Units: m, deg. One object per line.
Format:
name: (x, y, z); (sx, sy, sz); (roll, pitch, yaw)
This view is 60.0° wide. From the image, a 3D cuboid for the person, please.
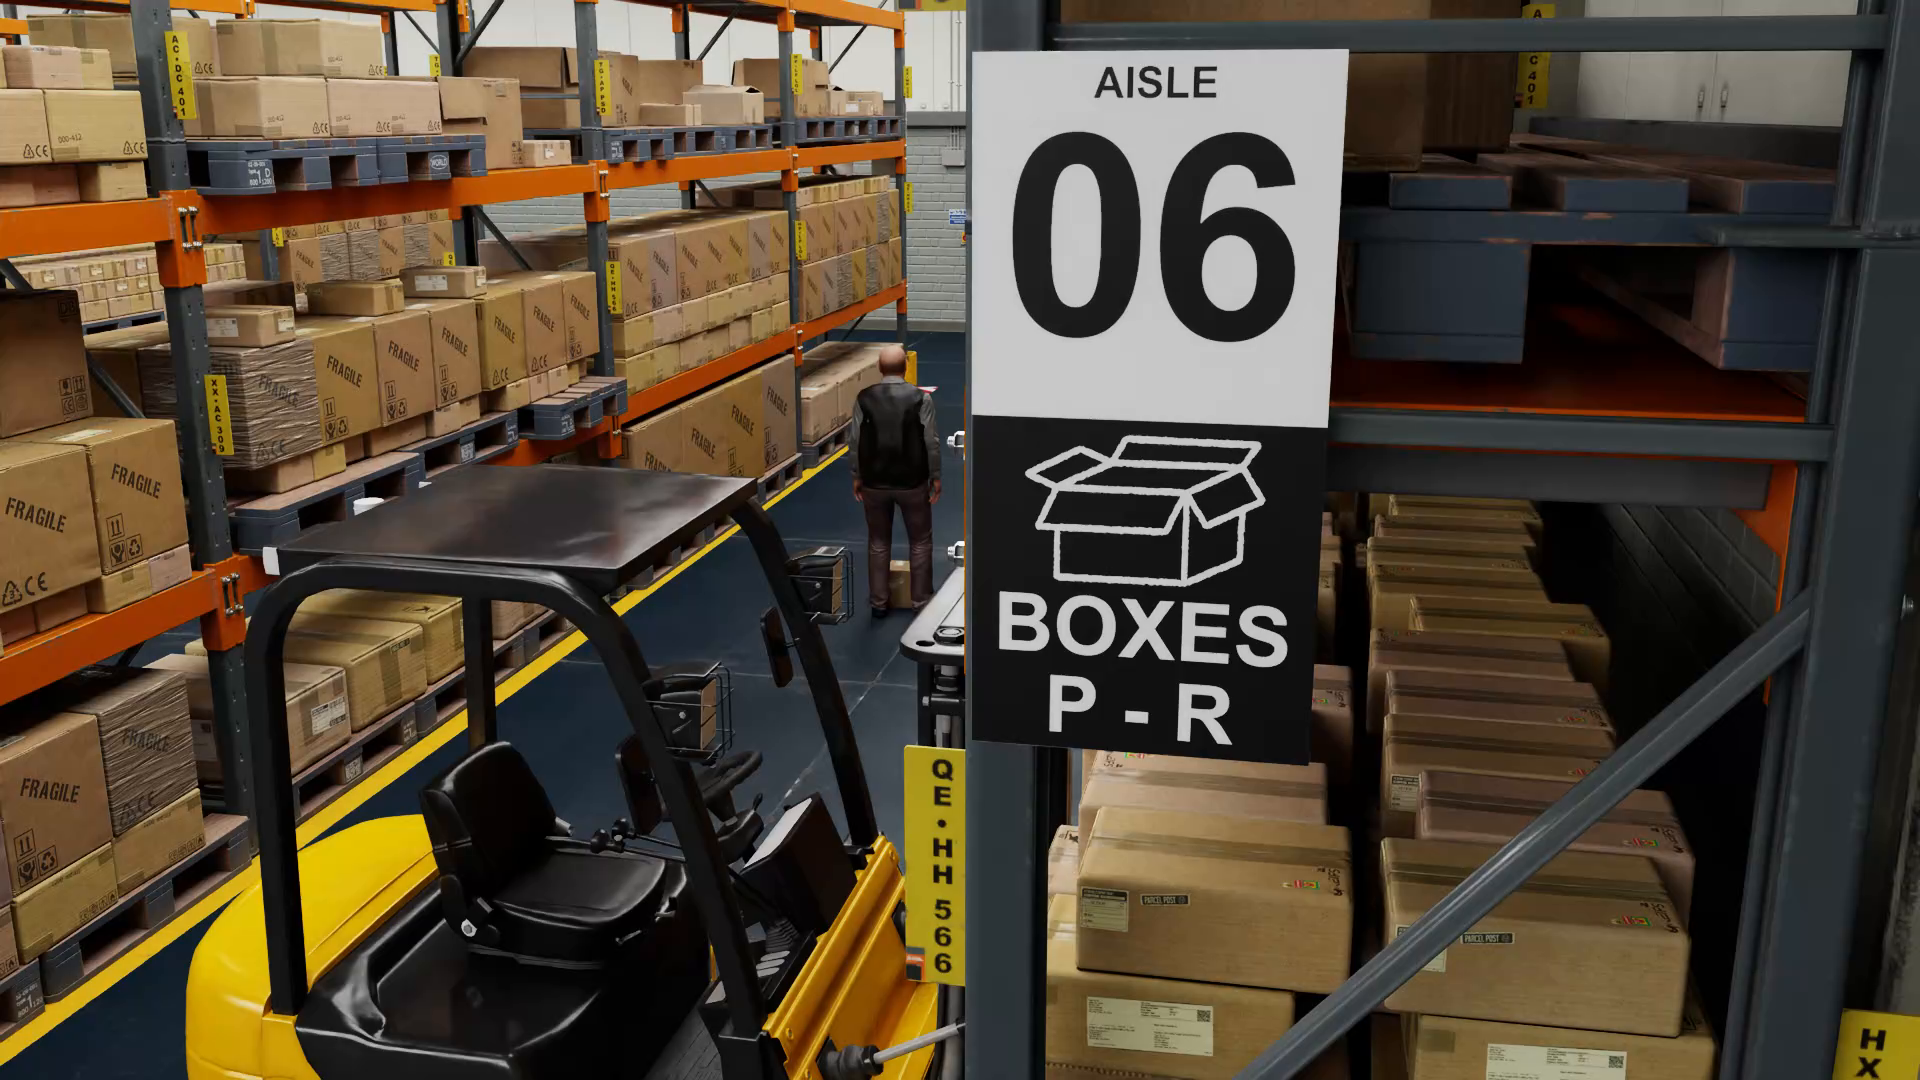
person: (-0.403, -0.352, 10.417); (0.584, 1.719, 0.426); (2, 15, 8)
